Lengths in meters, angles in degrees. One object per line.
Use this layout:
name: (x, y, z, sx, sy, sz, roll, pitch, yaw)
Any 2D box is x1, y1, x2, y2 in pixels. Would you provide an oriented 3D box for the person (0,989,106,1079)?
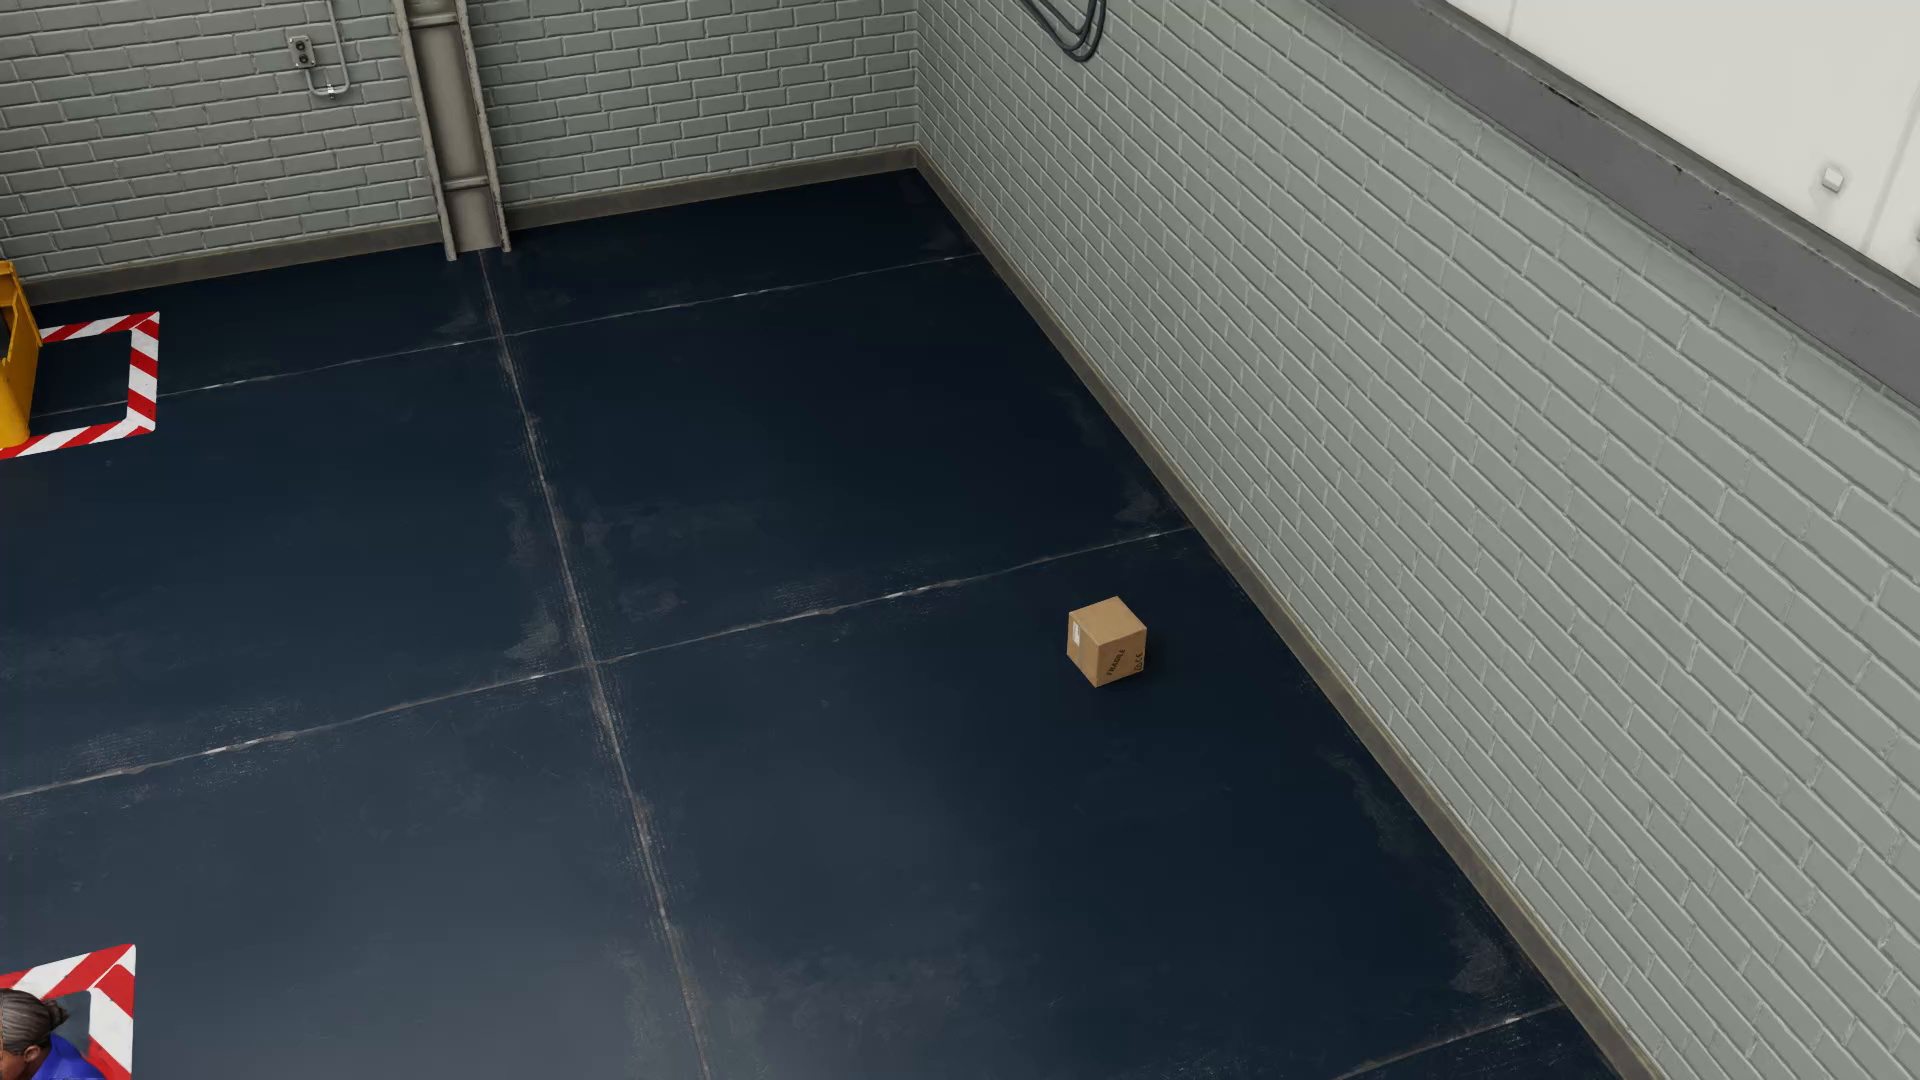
person: (-2.362, 1.820, 4.486, 0.461, 1.713, 0.619, 28, 46, 31)
